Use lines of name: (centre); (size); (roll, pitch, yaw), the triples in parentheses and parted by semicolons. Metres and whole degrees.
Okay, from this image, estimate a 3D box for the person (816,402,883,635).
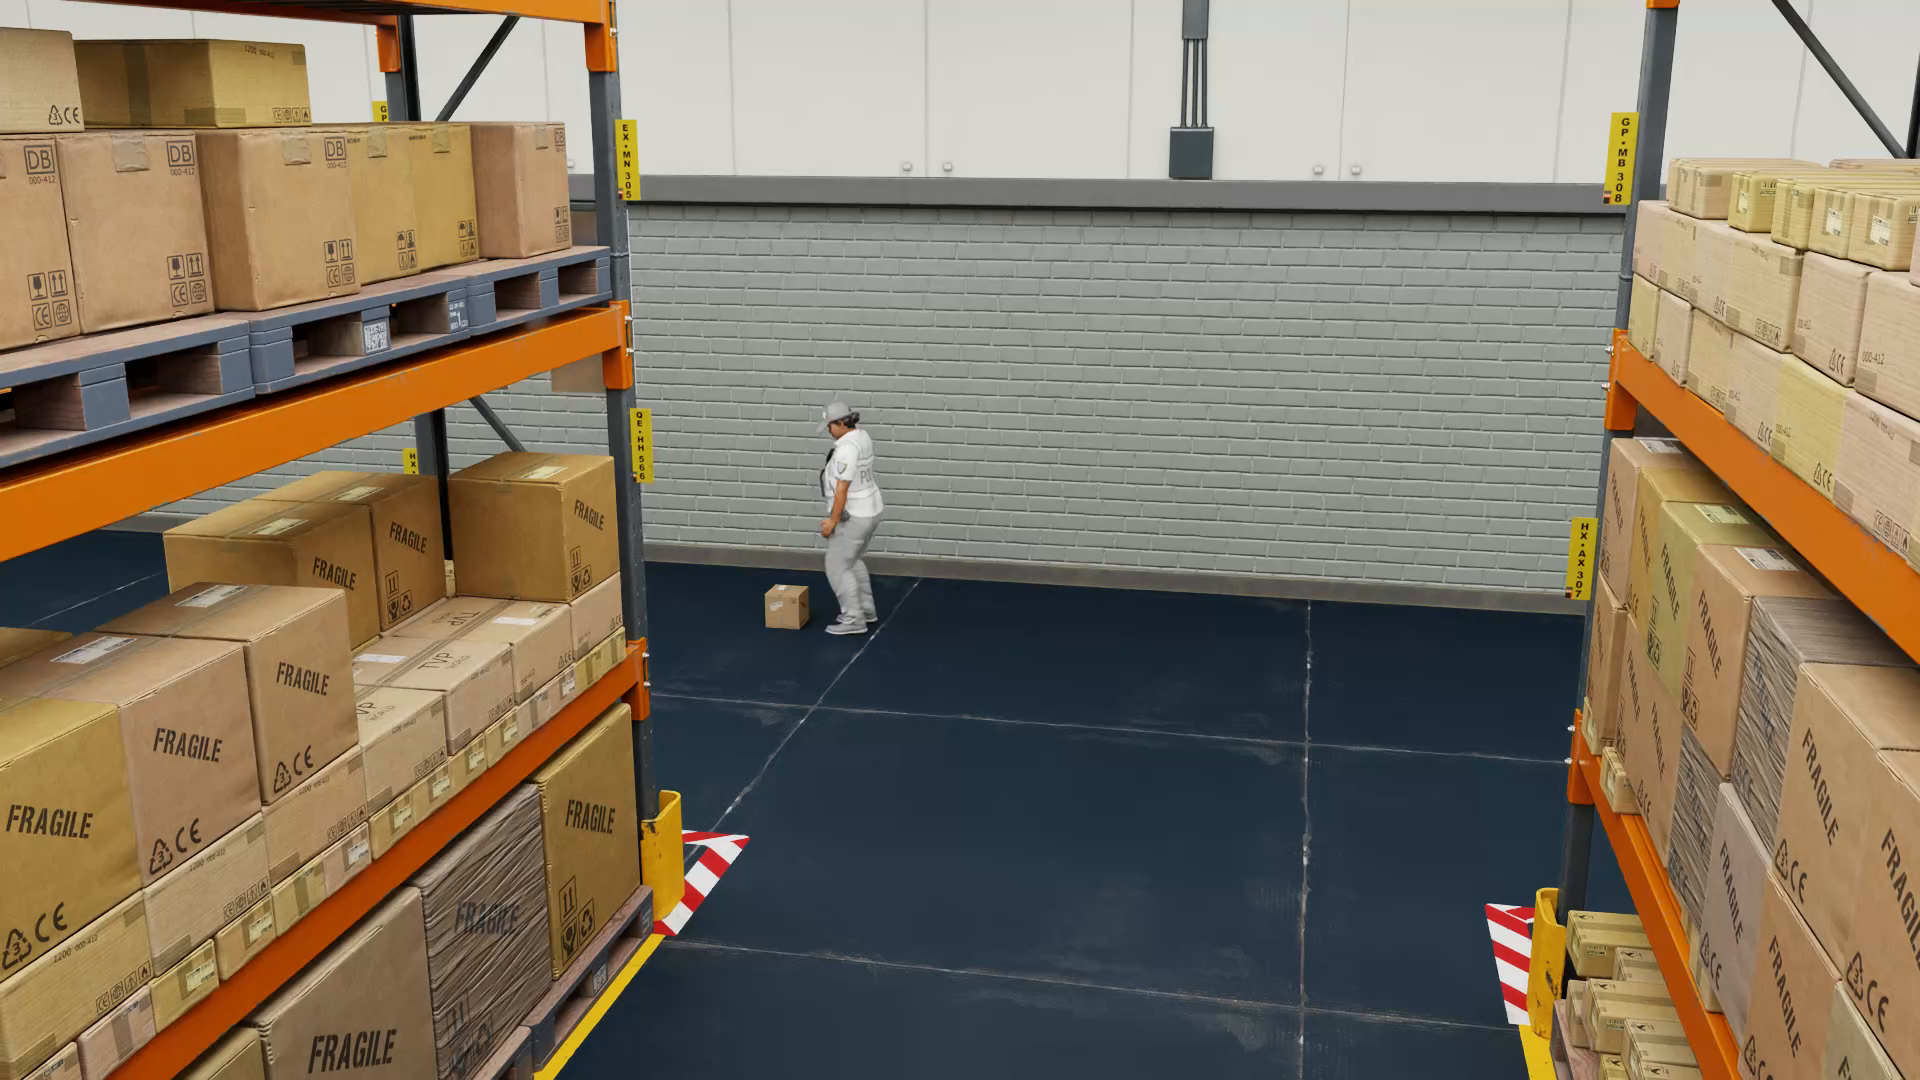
person: (-0.778, -0.153, 11.664); (0.440, 1.638, 0.486); (3, 15, 12)
